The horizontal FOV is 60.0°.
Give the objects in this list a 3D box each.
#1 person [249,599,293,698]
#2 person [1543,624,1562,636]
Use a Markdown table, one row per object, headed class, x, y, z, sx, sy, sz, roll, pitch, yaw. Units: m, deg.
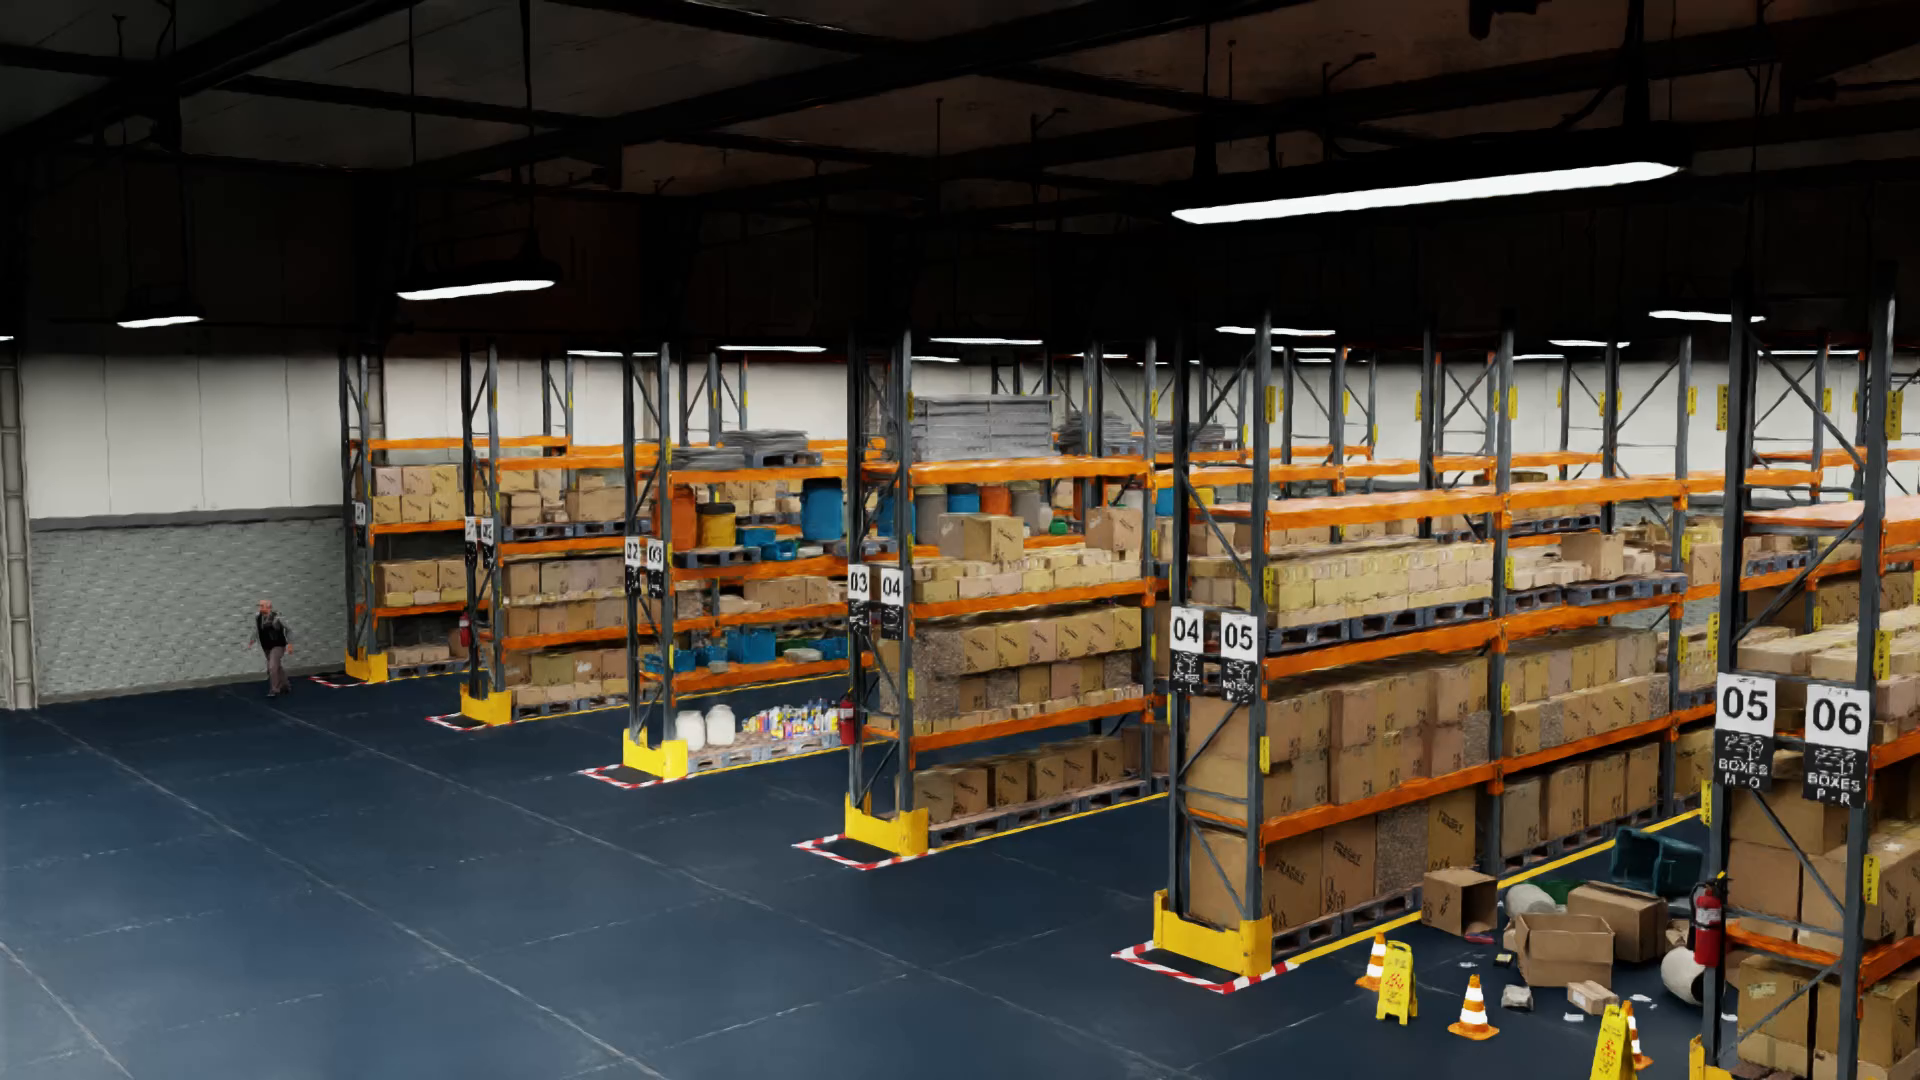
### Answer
| class | x | y | z | sx | sy | sz | roll | pitch | yaw |
| --- | --- | --- | --- | --- | --- | --- | --- | --- | --- |
| person | -11.618 | 1.810 | 28.146 | 0.684 | 1.663 | 0.795 | 3 | 6 | 28 |
| person | 9.251 | 1.998 | 25.795 | 1.022 | 1.725 | 0.555 | -5 | 7 | -43 |
